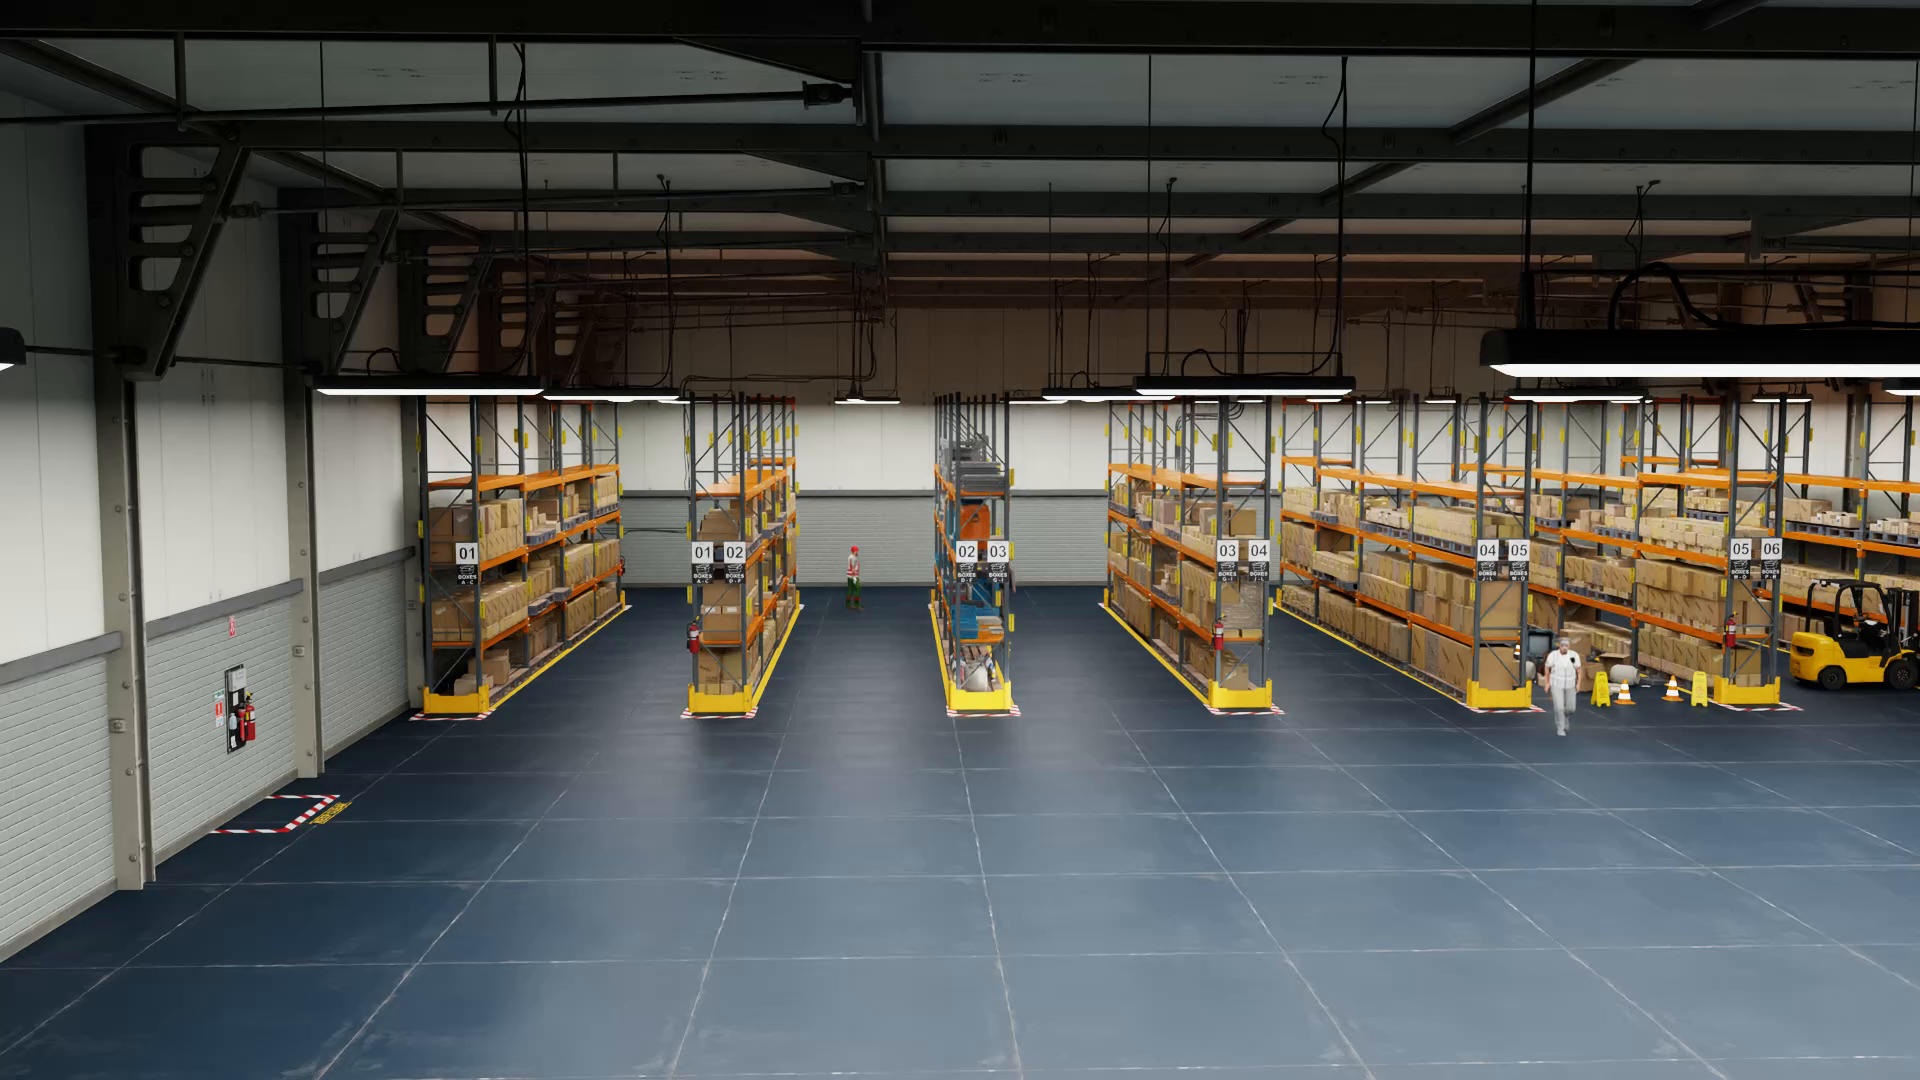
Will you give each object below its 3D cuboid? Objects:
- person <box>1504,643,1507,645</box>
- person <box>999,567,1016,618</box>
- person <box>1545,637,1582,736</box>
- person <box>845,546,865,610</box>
[{"bbox_3d":[12.579,1.744,38.700,0.549,1.791,0.447,-2,5,-25],"label":"person"},{"bbox_3d":[1.209,1.305,44.557,0.574,1.654,1.063,-2,5,-21],"label":"person"},{"bbox_3d":[10.553,2.529,29.144,0.598,1.740,0.643,1,5,8],"label":"person"},{"bbox_3d":[-2.976,1.083,46.917,0.531,1.821,0.617,-2,5,-22],"label":"person"}]
